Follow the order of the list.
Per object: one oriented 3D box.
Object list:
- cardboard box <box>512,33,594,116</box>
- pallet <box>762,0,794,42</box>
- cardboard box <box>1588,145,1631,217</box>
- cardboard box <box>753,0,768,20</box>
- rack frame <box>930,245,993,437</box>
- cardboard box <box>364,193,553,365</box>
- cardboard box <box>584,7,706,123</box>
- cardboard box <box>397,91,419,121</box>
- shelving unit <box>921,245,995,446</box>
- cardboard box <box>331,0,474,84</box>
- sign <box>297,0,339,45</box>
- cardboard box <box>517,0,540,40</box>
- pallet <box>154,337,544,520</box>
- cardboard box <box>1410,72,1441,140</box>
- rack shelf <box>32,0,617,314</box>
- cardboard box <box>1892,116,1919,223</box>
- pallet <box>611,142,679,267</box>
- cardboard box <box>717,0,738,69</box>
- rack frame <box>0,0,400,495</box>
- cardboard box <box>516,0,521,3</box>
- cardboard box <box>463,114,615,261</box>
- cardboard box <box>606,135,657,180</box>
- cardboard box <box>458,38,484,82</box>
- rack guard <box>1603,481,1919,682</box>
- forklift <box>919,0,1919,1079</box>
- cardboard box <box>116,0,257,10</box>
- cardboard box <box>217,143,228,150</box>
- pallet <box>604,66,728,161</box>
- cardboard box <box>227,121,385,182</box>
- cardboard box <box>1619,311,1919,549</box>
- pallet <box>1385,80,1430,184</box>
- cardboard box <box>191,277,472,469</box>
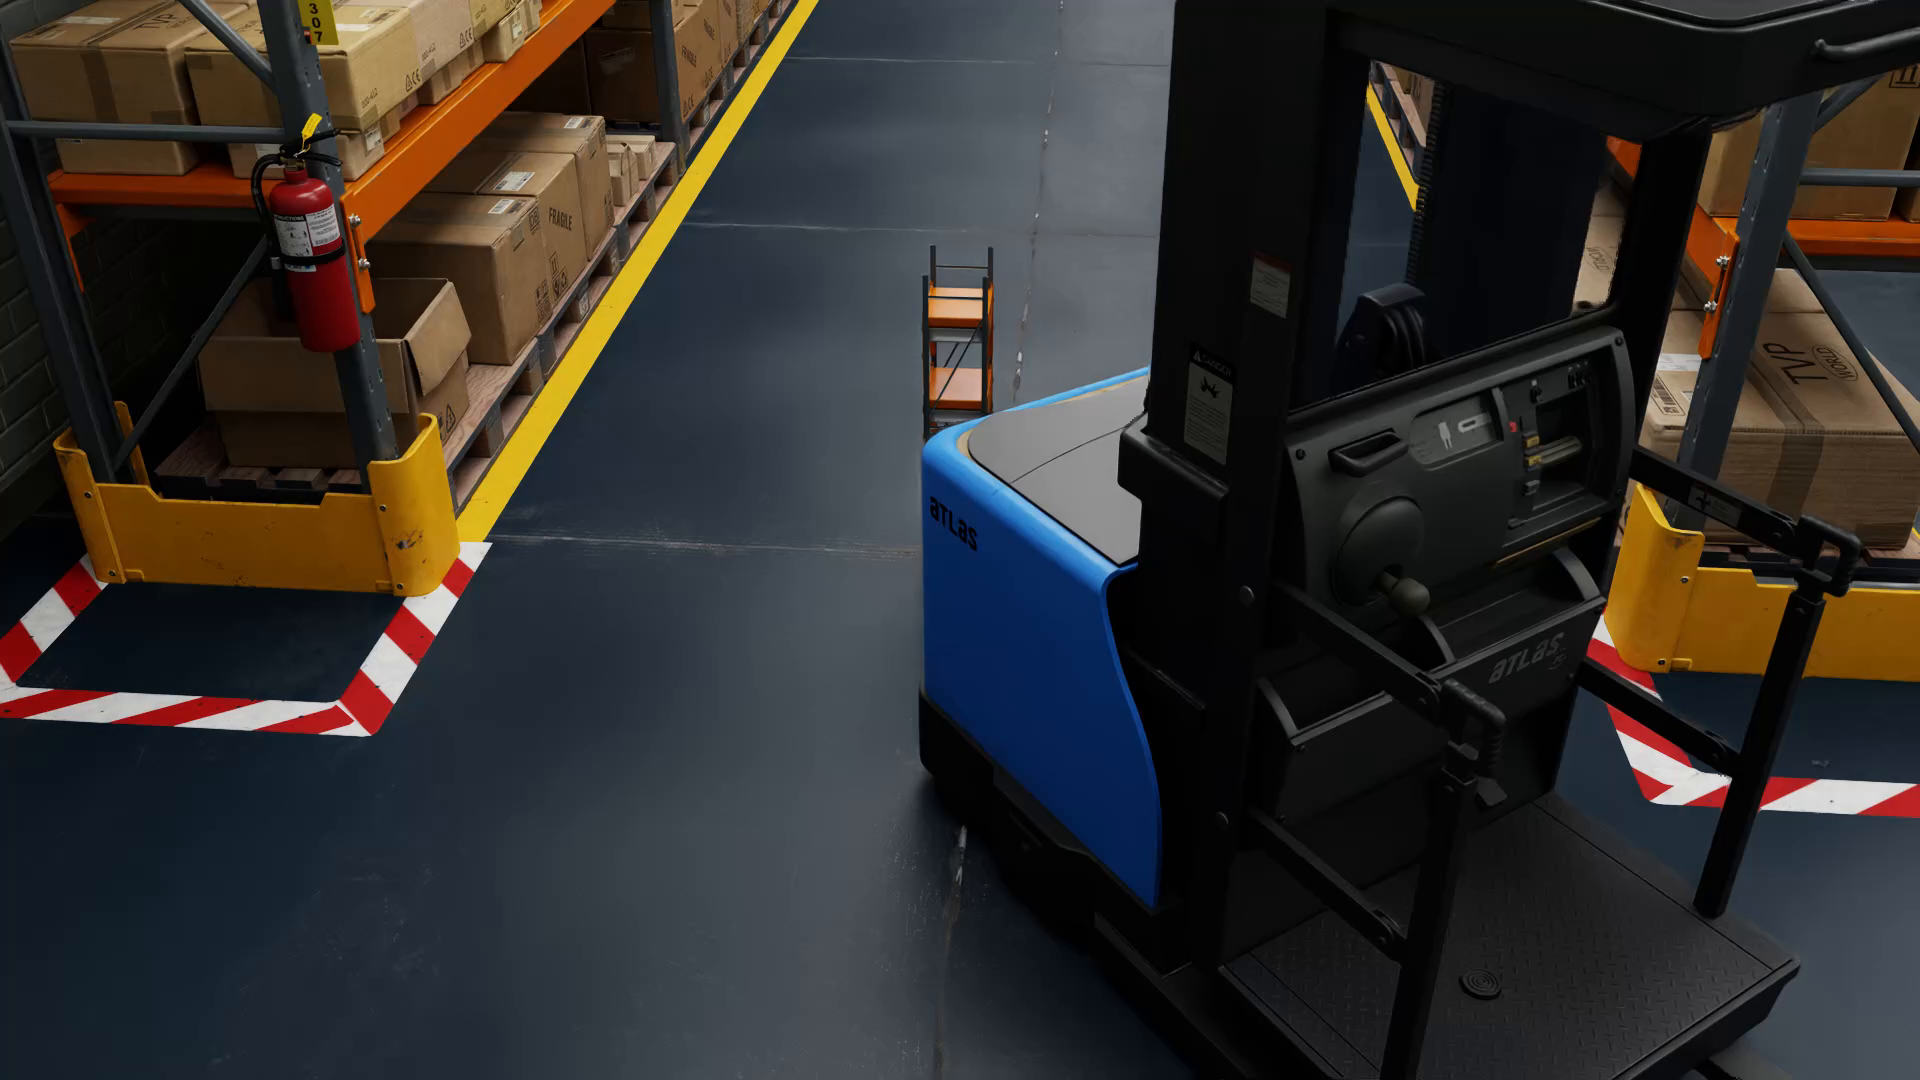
[{"bbox_3d":[-2.235,-2.638,9.154,0.500,0.500,0.500,2,32,4],"label":"cardboard box"},{"bbox_3d":[-1.753,-3.770,11.666,1.003,0.211,1.213,2,32,4],"label":"pallet"},{"bbox_3d":[2.737,-1.340,7.108,0.875,0.438,0.875,2,32,3],"label":"cardboard box"},{"bbox_3d":[-1.566,-3.695,10.869,0.500,0.500,0.500,4,32,6],"label":"cardboard box"},{"bbox_3d":[0.006,-0.483,5.533,0.200,1.050,0.008,2,32,4],"label":"rack frame"},{"bbox_3d":[-2.053,-1.038,6.558,0.700,0.500,0.500,4,32,6],"label":"cardboard box"},{"bbox_3d":[-1.716,-2.612,9.112,0.500,0.500,0.500,4,32,6],"label":"cardboard box"},{"bbox_3d":[-2.044,-1.490,5.548,0.380,0.149,0.250,2,32,3],"label":"cardboard box"},{"bbox_3d":[-0.004,-0.419,5.429,0.215,1.050,0.252,2,32,4],"label":"shelving unit"},{"bbox_3d":[-1.959,-1.715,5.533,0.500,0.250,0.500,3,32,5],"label":"cardboard box"},{"bbox_3d":[-1.765,-1.508,4.513,0.100,0.325,0.005,2,32,4],"label":"sign"},{"bbox_3d":[-1.850,-2.026,6.418,0.380,0.149,0.250,3,32,5],"label":"cardboard box"},{"bbox_3d":[-2.236,-0.432,6.250,1.003,0.211,1.213,2,32,4],"label":"pallet"},{"bbox_3d":[2.938,-2.646,8.809,0.875,0.875,0.875,3,32,6],"label":"cardboard box"},{"bbox_3d":[-2.143,-1.902,6.663,1.077,0.370,4.000,2,32,4],"label":"rack shelf"},{"bbox_3d":[2.967,-1.234,4.798,0.500,0.500,0.500,2,32,4],"label":"cardboard box"},{"bbox_3d":[-2.037,-1.708,8.320,1.003,0.211,1.213,2,32,4],"label":"pallet"},{"bbox_3d":[-1.638,-3.152,9.988,0.500,0.500,0.500,2,32,3],"label":"cardboard box"},{"bbox_3d":[-2.306,-1.163,4.777,1.000,3.000,0.127,2,32,4],"label":"rack frame"},{"bbox_3d":[-1.901,-2.248,6.399,0.500,0.250,0.500,2,32,3],"label":"cardboard box"},{"bbox_3d":[-1.969,-1.581,7.439,0.700,0.500,0.500,1,32,2],"label":"cardboard box"},{"bbox_3d":[-1.733,-1.915,8.316,0.380,0.149,0.250,2,32,2],"label":"cardboard box"},{"bbox_3d":[-1.947,-1.758,5.984,0.380,0.149,0.250,3,32,5],"label":"cardboard box"},{"bbox_3d":[2.640,0.124,5.072,1.175,0.500,0.348,2,32,4],"label":"rack guard"},{"bbox_3d":[1.115,-0.088,3.099,1.130,2.935,3.031,-19,36,-28],"label":"forklift"},{"bbox_3d":[-2.490,-1.747,5.585,0.500,0.250,0.500,3,32,4],"label":"cardboard box"},{"bbox_3d":[-2.464,-1.370,5.354,0.380,0.149,0.250,3,32,5],"label":"cardboard box"},{"bbox_3d":[-1.952,-2.494,9.596,1.003,0.211,1.213,2,32,4],"label":"pallet"},{"bbox_3d":[-2.006,-1.216,5.103,0.380,0.149,0.250,2,32,4],"label":"cardboard box"},{"bbox_3d":[2.596,-0.390,5.565,0.875,0.438,0.875,1,32,2],"label":"cardboard box"},{"bbox_3d":[2.955,-2.264,9.222,1.003,0.211,1.213,2,32,4],"label":"pallet"},{"bbox_3d":[-2.161,-0.594,5.835,0.797,0.503,0.637,1,32,2],"label":"cardboard box"}]
